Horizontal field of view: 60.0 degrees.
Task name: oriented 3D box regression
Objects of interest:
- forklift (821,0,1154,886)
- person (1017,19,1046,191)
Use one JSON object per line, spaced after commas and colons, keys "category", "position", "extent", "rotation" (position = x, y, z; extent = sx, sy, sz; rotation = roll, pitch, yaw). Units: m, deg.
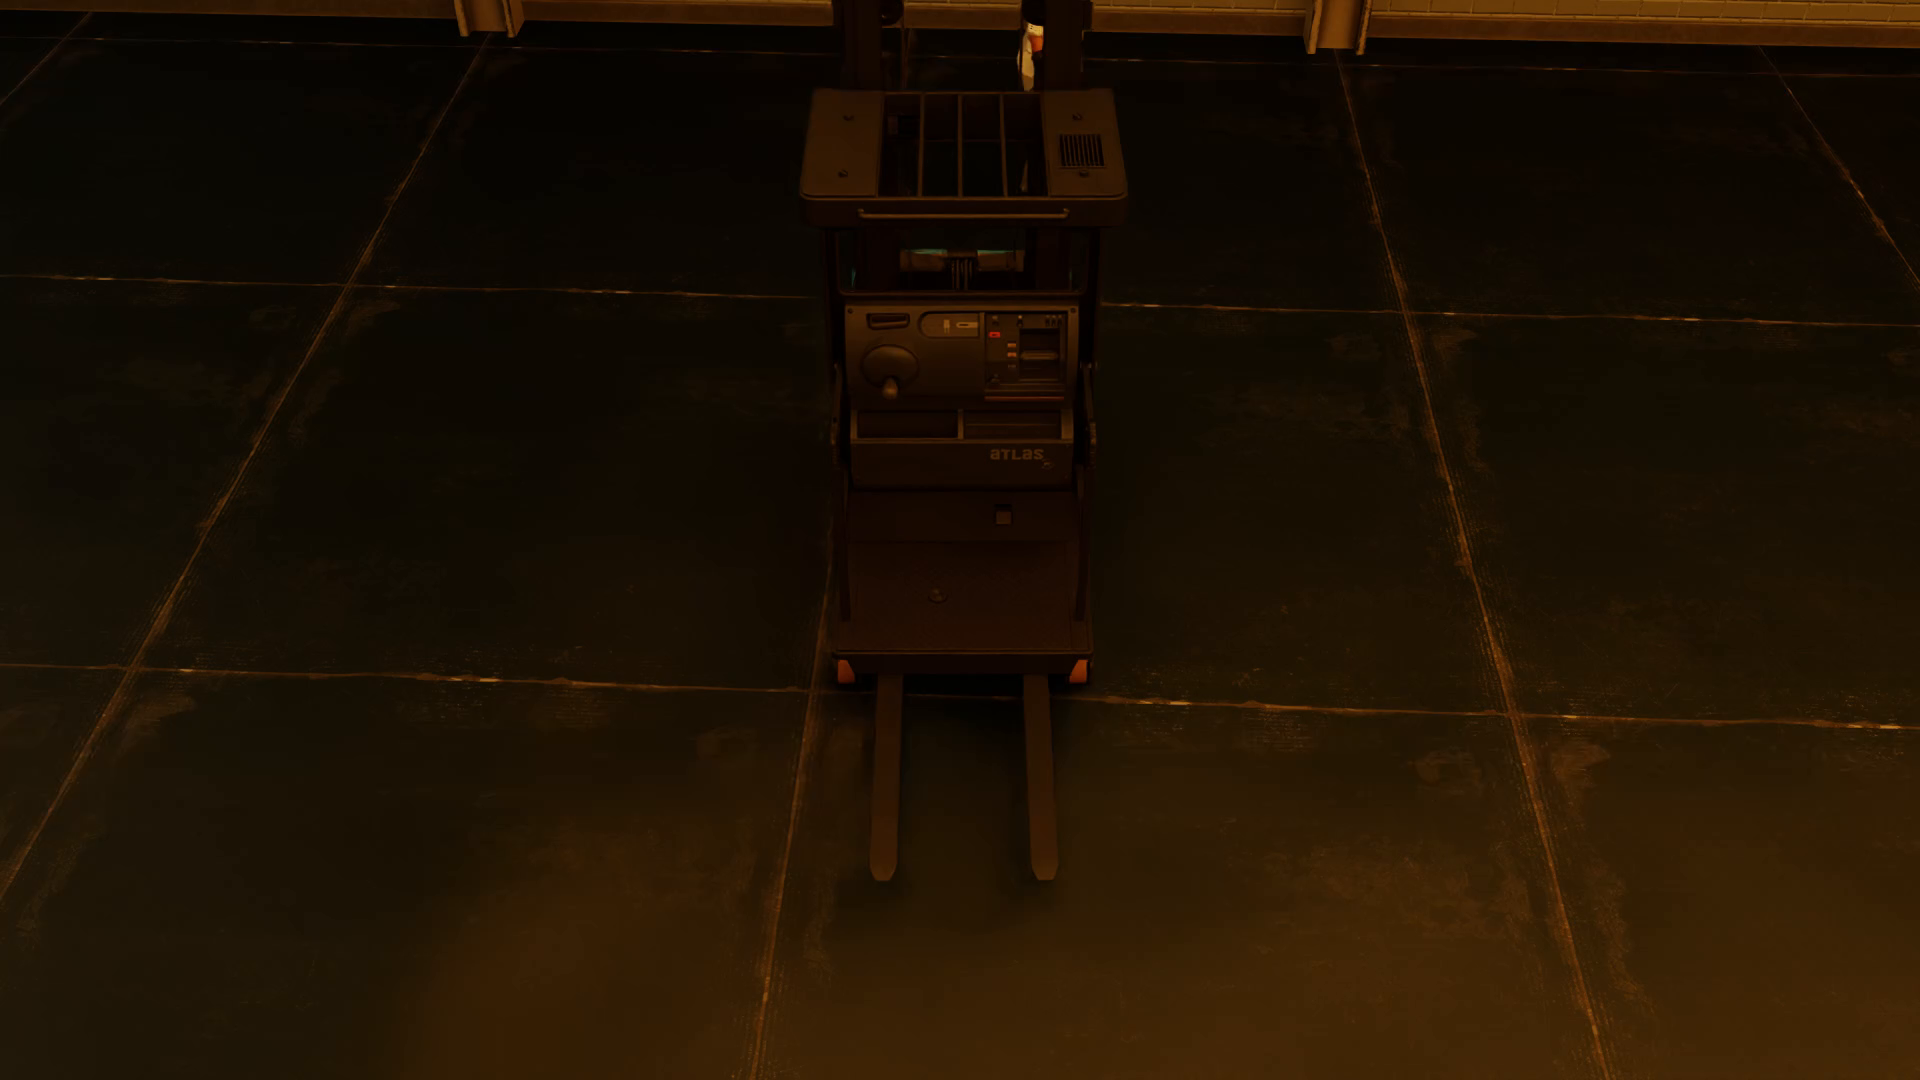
{"category": "forklift", "position": [0.065, -0.672, 6.478], "extent": [1.130, 2.935, 3.031], "rotation": [-3, 43, -4]}
{"category": "person", "position": [0.536, -2.700, 9.585], "extent": [0.415, 1.665, 0.579], "rotation": [0, 42, 0]}
